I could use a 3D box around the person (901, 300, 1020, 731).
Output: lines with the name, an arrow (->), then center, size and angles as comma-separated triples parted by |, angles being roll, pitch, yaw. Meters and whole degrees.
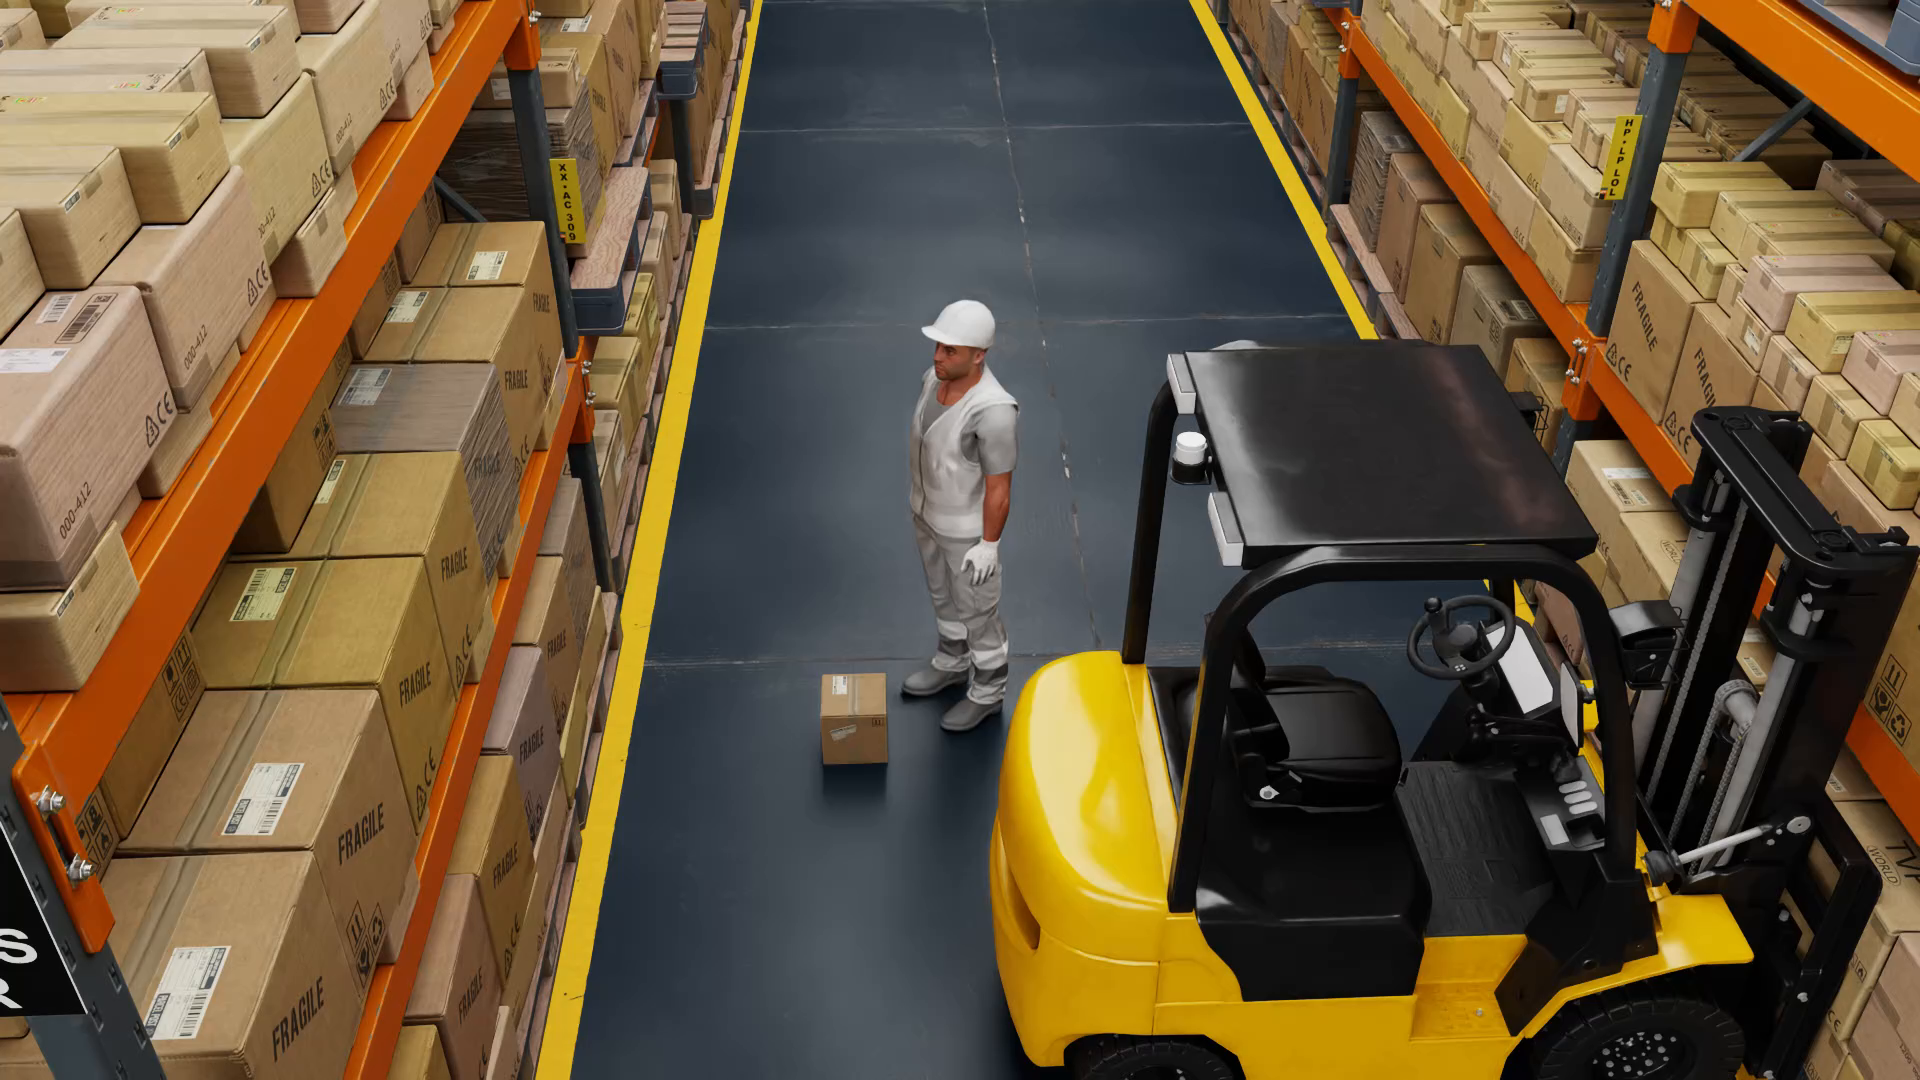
person -> -0.011, -0.075, 6.221 | 0.335, 1.793, 0.523 | -19, 39, -25
